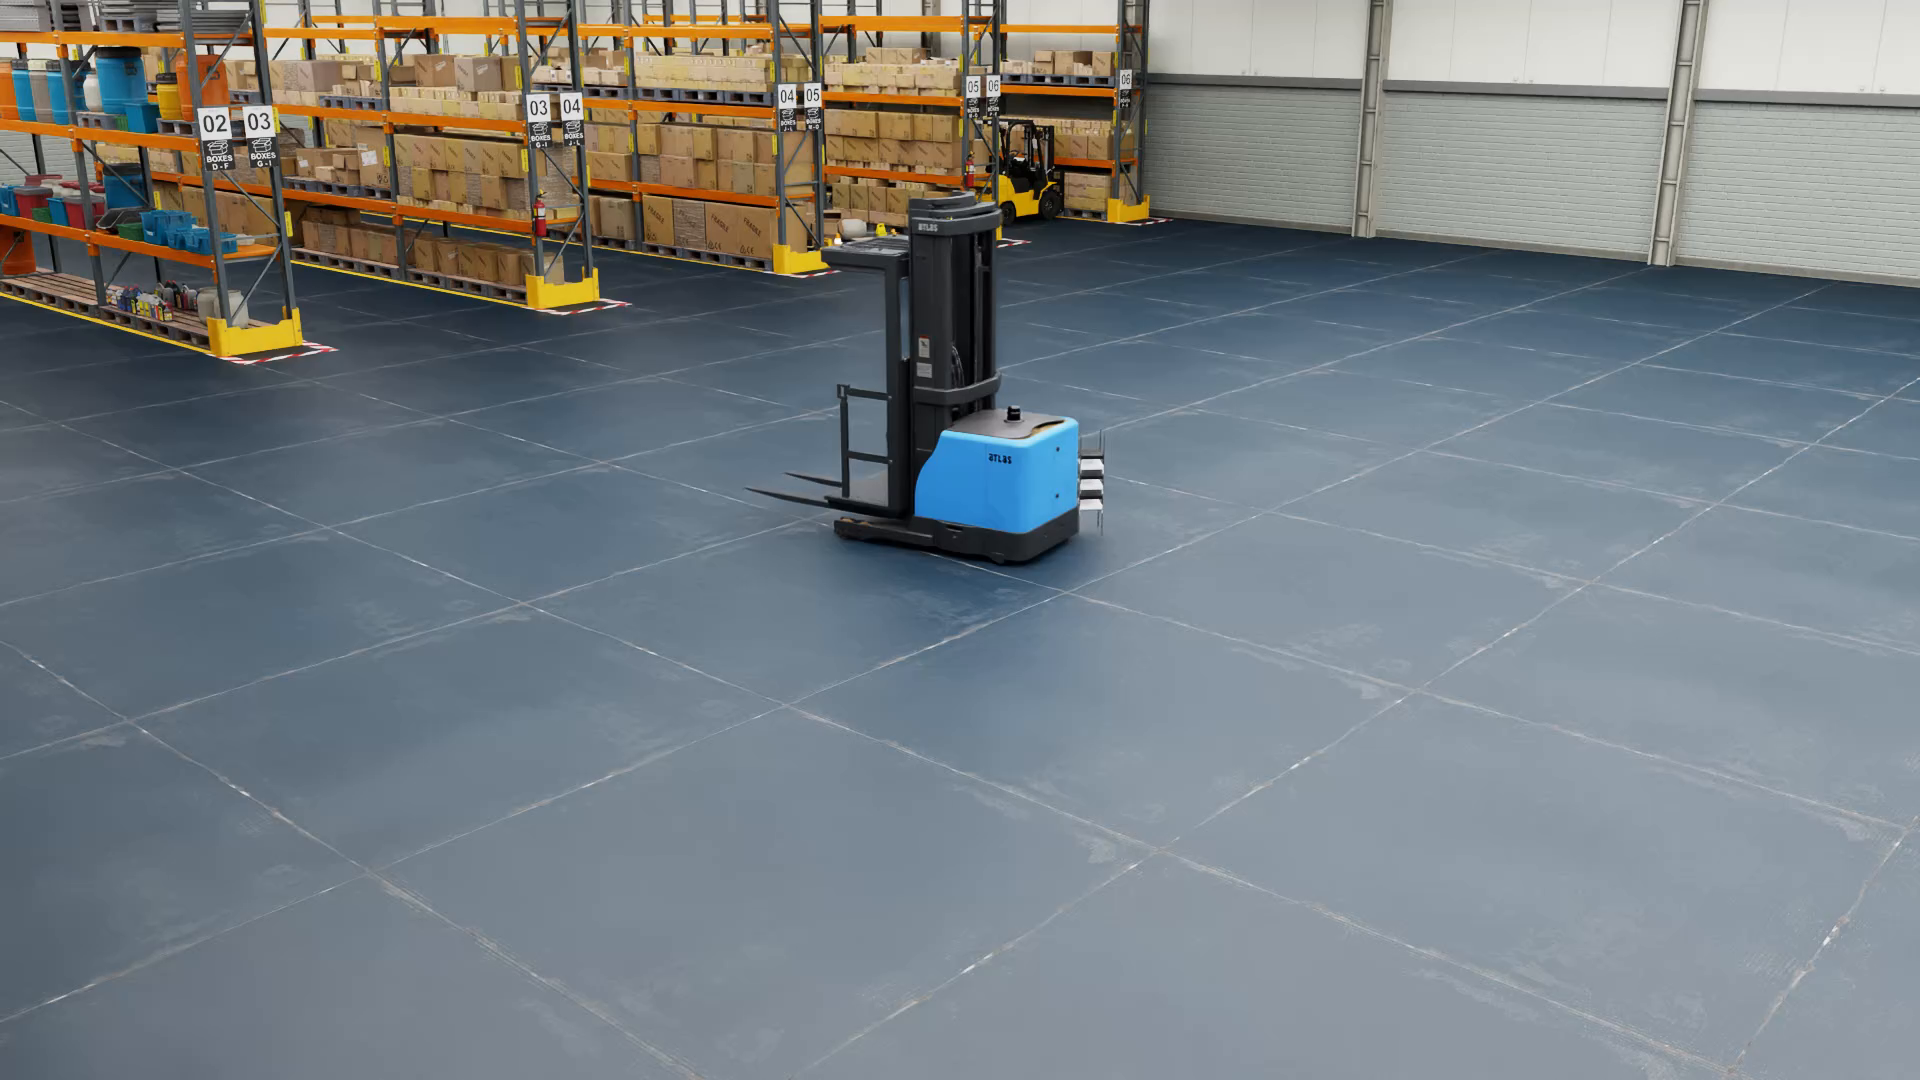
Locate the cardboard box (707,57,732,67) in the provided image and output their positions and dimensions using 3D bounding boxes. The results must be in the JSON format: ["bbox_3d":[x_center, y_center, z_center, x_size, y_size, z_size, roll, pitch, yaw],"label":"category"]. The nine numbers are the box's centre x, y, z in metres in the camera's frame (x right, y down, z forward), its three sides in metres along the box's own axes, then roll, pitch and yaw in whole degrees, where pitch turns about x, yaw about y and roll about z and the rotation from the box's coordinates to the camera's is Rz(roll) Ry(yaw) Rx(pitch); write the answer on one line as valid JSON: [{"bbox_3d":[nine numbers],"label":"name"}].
[{"bbox_3d":[-4.236,-8.427,29.312,0.250,0.149,0.380,15,23,38],"label":"cardboard box"}]

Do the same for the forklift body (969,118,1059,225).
[{"bbox_3d":[1.065,-8.070,36.313,1.214,2.155,2.313,15,23,39],"label":"forklift body"}]

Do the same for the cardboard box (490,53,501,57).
[{"bbox_3d":[-9.513,-9.981,34.540,0.258,0.266,0.396,15,23,39],"label":"cardboard box"}]

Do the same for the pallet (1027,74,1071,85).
[{"bbox_3d":[2.266,-10.287,37.083,1.213,0.211,1.003,15,23,39],"label":"pallet"}]

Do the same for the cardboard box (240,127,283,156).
[{"bbox_3d":[-13.181,-7.555,31.462,0.637,0.503,0.797,16,23,40],"label":"cardboard box"}]

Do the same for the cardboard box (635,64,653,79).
[{"bbox_3d":[-5.619,-8.632,30.619,0.500,0.250,0.500,15,23,40],"label":"cardboard box"}]

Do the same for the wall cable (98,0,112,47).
[{"bbox_3d":[-20.084,-14.661,40.443,0.120,5.999,2.277,15,23,39],"label":"wall cable"}]

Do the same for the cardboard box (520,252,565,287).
[{"bbox_3d":[-6.631,-4.279,26.401,0.500,0.500,0.500,-13,22,-36],"label":"cardboard box"}]

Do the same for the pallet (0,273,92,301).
[{"bbox_3d":[-14.893,-4.133,27.114,1.213,0.211,1.003,15,23,39],"label":"pallet"}]

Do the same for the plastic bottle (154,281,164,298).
[{"bbox_3d":[-11.877,-3.674,24.709,0.185,0.351,0.144,15,23,39],"label":"plastic bottle"}]

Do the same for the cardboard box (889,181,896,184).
[{"bbox_3d":[-1.587,-7.273,35.010,0.500,0.500,0.500,16,23,40],"label":"cardboard box"}]

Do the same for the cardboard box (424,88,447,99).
[{"bbox_3d":[-8.342,-7.147,26.632,0.250,0.149,0.380,14,23,38],"label":"cardboard box"}]

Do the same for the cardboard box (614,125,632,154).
[{"bbox_3d":[-6.175,-7.668,31.826,0.500,0.500,0.700,15,23,38],"label":"cardboard box"}]

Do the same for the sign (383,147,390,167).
[{"bbox_3d":[-9.533,-6.370,27.637,0.005,0.325,0.100,15,23,39],"label":"sign"}]

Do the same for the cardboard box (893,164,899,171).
[{"bbox_3d":[-1.150,-7.601,33.847,0.250,0.149,0.380,15,23,39],"label":"cardboard box"}]

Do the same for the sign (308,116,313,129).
[{"bbox_3d":[-15.135,-9.745,38.756,0.005,0.325,0.100,15,23,39],"label":"sign"}]

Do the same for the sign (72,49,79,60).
[{"bbox_3d":[-18.515,-10.113,34.812,0.005,0.325,0.100,15,23,39],"label":"sign"}]

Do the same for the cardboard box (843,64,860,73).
[{"bbox_3d":[-2.165,-9.638,33.989,0.250,0.149,0.380,14,22,38],"label":"cardboard box"}]

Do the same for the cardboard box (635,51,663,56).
[{"bbox_3d":[-7.092,-10.955,38.182,0.500,0.500,0.500,15,23,40],"label":"cardboard box"}]

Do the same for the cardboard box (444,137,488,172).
[{"bbox_3d":[-7.869,-6.164,26.592,0.500,0.500,0.500,15,23,39],"label":"cardboard box"}]

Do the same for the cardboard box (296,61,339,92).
[{"bbox_3d":[-11.220,-8.108,29.079,0.500,0.500,0.500,14,22,38],"label":"cardboard box"}]

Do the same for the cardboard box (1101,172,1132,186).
[{"bbox_3d":[3.461,-8.012,36.925,0.500,0.250,0.500,15,23,38],"label":"cardboard box"}]

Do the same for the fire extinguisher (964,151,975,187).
[{"bbox_3d":[0.182,-7.219,32.355,0.183,0.674,0.296,15,23,39],"label":"fire extinguisher"}]

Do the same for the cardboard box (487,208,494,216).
[{"bbox_3d":[-7.270,-5.234,26.388,0.250,0.149,0.380,15,23,39],"label":"cardboard box"}]

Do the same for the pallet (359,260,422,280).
[{"bbox_3d":[-9.750,-4.771,29.124,1.213,0.211,1.003,15,23,39],"label":"pallet"}]

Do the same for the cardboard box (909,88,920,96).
[{"bbox_3d":[-0.797,-8.910,33.013,0.250,0.149,0.380,15,23,39],"label":"cardboard box"}]

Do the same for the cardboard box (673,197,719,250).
[{"bbox_3d":[-4.699,-5.911,30.925,0.875,0.875,0.875,15,23,40],"label":"cardboard box"}]

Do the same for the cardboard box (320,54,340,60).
[{"bbox_3d":[-14.350,-10.999,37.942,0.250,0.149,0.380,15,23,39],"label":"cardboard box"}]

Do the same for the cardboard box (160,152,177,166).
[{"bbox_3d":[-15.655,-7.650,33.341,0.500,0.250,0.500,14,23,38],"label":"cardboard box"}]

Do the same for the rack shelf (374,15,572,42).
[{"bbox_3d":[-7.671,-8.057,26.147,4.000,0.370,1.077,15,23,39],"label":"rack shelf"}]

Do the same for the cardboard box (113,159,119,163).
[{"bbox_3d":[-17.516,-7.933,34.893,0.250,0.149,0.380,15,23,38],"label":"cardboard box"}]

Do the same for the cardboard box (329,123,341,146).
[{"bbox_3d":[-14.205,-9.390,38.413,0.500,0.500,0.500,15,23,39],"label":"cardboard box"}]

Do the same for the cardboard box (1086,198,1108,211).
[{"bbox_3d":[3.133,-7.419,36.710,0.500,0.250,0.500,15,23,40],"label":"cardboard box"}]

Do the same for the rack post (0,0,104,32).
[{"bbox_3d":[-13.985,-8.154,24.926,3.121,1.000,1.013,15,23,39],"label":"rack post"}]

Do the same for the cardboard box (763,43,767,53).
[{"bbox_3d":[-5.006,-12.767,43.131,0.258,0.266,0.396,15,23,38],"label":"cardboard box"}]

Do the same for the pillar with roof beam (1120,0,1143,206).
[{"bbox_3d":[0.914,-10.736,33.392,0.400,9.000,9.100,15,23,39],"label":"pillar with roof beam"}]

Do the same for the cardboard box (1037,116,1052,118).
[{"bbox_3d":[1.918,-9.610,38.033,0.250,0.149,0.380,15,23,38],"label":"cardboard box"}]

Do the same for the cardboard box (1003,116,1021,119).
[{"bbox_3d":[1.196,-9.596,37.989,0.250,0.149,0.380,14,23,38],"label":"cardboard box"}]

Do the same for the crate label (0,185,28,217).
[{"bbox_3d":[-14.883,-5.383,26.383,0.616,0.435,0.502,15,23,39],"label":"crate label"}]

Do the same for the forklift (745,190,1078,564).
[{"bbox_3d":[-0.505,-1.513,14.363,3.031,2.935,1.130,10,20,30],"label":"forklift"}]

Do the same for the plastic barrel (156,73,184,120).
[{"bbox_3d":[-10.400,-5.940,22.233,0.600,0.588,0.600,0,18,0],"label":"plastic barrel"}]

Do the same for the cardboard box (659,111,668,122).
[{"bbox_3d":[-6.531,-9.659,38.099,0.500,0.500,0.500,16,23,40],"label":"cardboard box"}]

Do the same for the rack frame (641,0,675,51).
[{"bbox_3d":[-8.273,-14.579,45.501,0.127,3.000,1.000,15,23,39],"label":"rack frame"}]

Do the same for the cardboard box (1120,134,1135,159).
[{"bbox_3d":[3.508,-8.717,36.782,0.500,0.500,0.500,16,24,41],"label":"cardboard box"}]

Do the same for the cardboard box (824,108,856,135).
[{"bbox_3d":[-2.404,-8.715,34.631,0.500,0.500,0.700,15,23,39],"label":"cardboard box"}]

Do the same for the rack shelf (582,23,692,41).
[{"bbox_3d":[-7.077,-11.717,38.333,4.000,0.370,1.077,15,23,39],"label":"rack shelf"}]

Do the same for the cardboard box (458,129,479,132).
[{"bbox_3d":[-10.582,-8.771,35.855,0.250,0.149,0.380,14,22,38],"label":"cardboard box"}]

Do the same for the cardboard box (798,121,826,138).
[{"bbox_3d":[-3.087,-8.617,35.280,0.500,0.500,0.500,15,23,38],"label":"cardboard box"}]

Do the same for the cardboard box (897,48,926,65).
[{"bbox_3d":[-1.148,-11.433,39.523,0.500,0.500,0.500,16,23,41],"label":"cardboard box"}]

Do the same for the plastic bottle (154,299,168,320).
[{"bbox_3d":[-11.298,-3.258,23.522,0.135,0.276,0.152,15,23,40],"label":"plastic bottle"}]

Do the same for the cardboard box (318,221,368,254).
[{"bbox_3d":[-11.221,-5.527,30.301,0.500,0.500,0.700,13,22,35],"label":"cardboard box"}]

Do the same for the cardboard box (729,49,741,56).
[{"bbox_3d":[-5.818,-12.701,43.473,0.500,0.250,0.500,15,23,39],"label":"cardboard box"}]

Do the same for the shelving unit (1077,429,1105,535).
[{"bbox_3d":[1.134,-0.507,14.550,0.210,0.900,0.258,-1,18,-4],"label":"shelving unit"}]
